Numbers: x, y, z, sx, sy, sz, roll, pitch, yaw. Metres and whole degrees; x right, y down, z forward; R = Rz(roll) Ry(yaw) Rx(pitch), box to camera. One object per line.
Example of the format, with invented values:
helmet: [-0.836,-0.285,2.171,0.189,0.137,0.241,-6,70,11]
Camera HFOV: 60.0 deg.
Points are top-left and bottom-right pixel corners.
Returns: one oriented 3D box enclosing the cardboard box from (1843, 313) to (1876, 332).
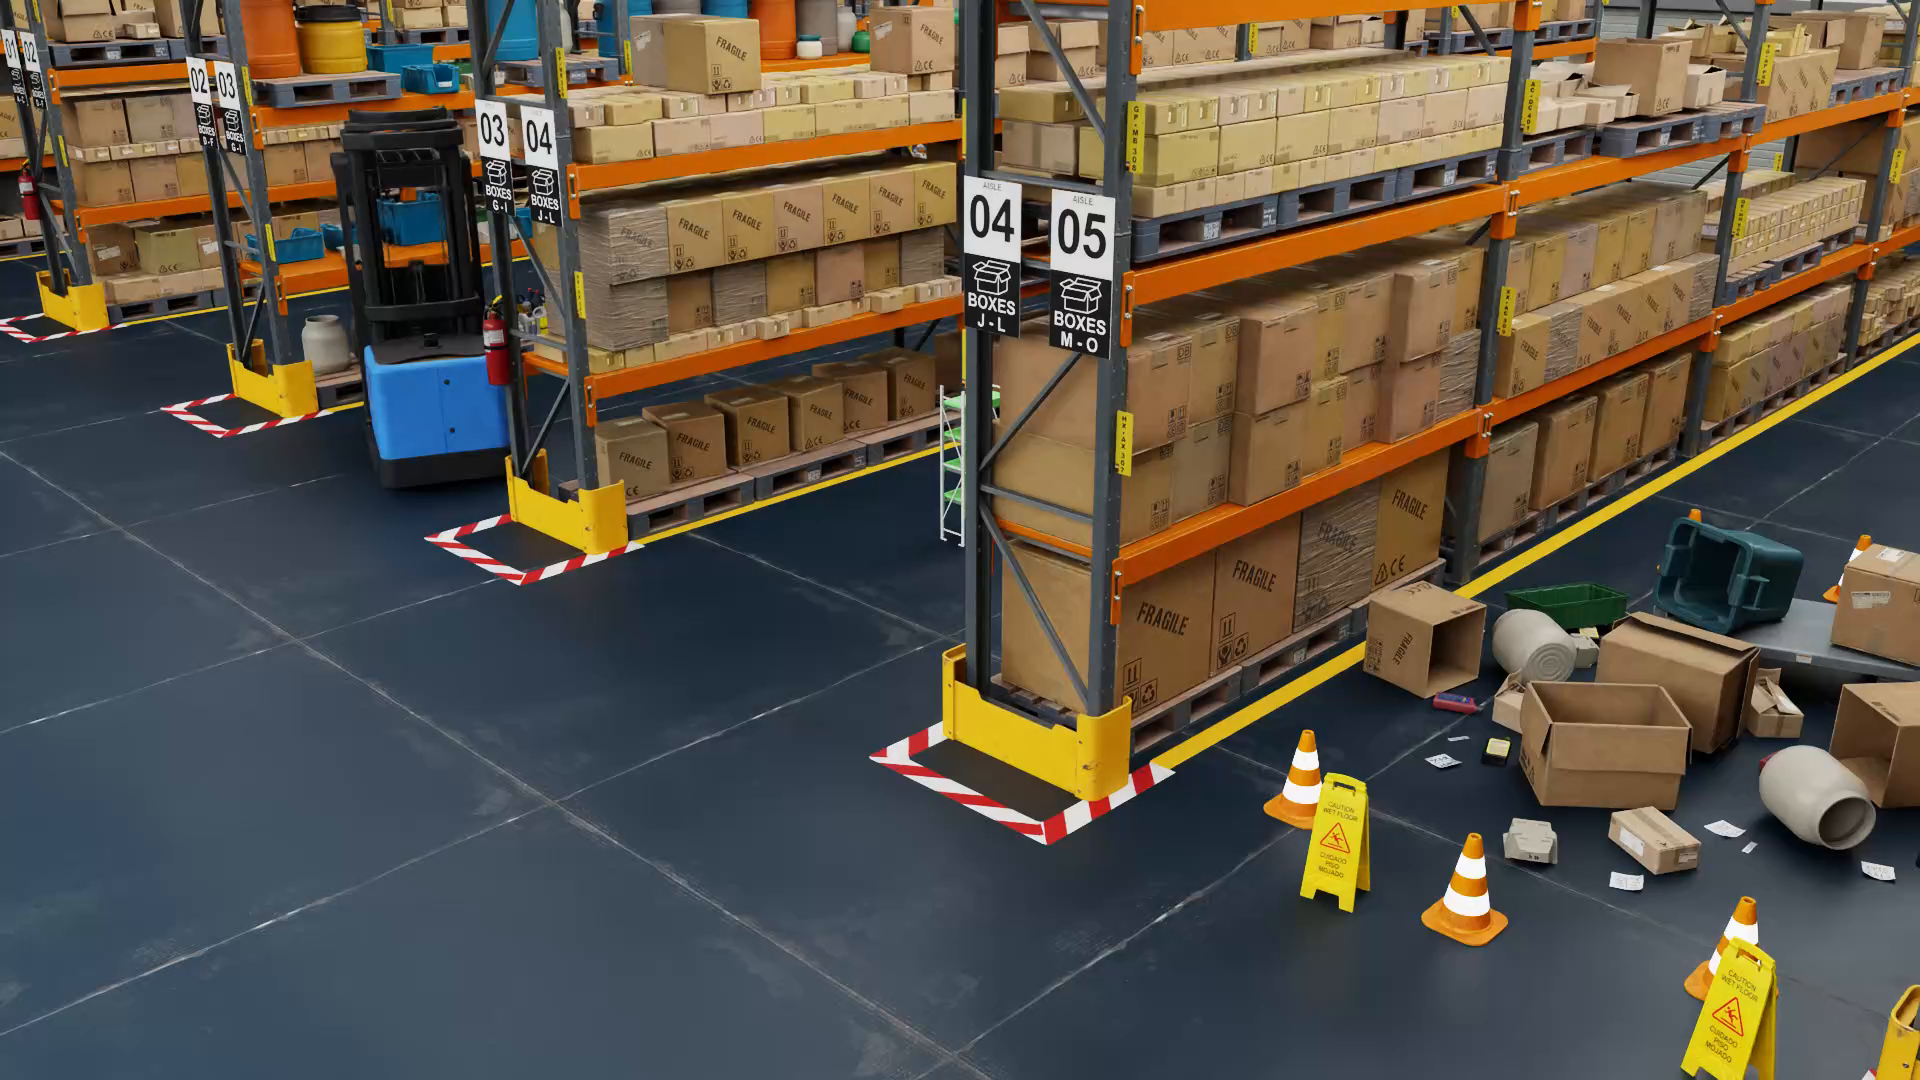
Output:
cardboard box: [9.282,-2.285,17.312,0.250,0.149,0.380,-19,28,-40]

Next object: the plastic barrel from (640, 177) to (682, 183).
plastic barrel: [-3.326,-3.976,18.038,0.600,0.901,0.708,19,28,41]

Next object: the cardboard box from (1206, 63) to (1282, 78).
cardboard box: [1.661,-2.709,9.776,0.380,0.149,0.250,19,28,40]

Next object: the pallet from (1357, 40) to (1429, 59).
pallet: [4.713,-5.598,19.043,0.805,0.209,1.217,18,27,39]

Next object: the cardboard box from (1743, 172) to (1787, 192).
cardboard box: [8.006,-3.565,16.604,0.250,0.149,0.380,-19,28,-41]

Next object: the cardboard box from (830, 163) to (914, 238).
cardboard box: [-0.729,-2.817,13.776,0.500,0.500,0.500,19,28,41]

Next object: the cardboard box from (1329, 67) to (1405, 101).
cardboard box: [2.312,-2.611,9.520,0.380,0.149,0.250,19,28,40]

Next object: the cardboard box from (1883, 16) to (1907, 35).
cardboard box: [9.177,-5.031,16.259,0.380,0.149,0.250,19,28,40]

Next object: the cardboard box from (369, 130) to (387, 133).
cardboard box: [-7.395,-5.185,20.840,0.380,0.149,0.250,19,28,41]

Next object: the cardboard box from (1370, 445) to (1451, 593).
cardboard box: [2.730,-0.271,11.476,0.875,0.875,0.875,-20,28,-41]

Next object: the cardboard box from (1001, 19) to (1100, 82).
cardboard box: [0.792,-4.461,15.091,0.637,0.503,0.797,-19,28,-40]

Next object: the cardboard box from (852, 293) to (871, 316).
cardboard box: [-0.965,-1.998,13.942,0.380,0.149,0.250,19,28,41]

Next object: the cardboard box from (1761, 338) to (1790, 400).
cardboard box: [7.389,-1.650,15.585,0.500,0.500,0.500,18,28,39]

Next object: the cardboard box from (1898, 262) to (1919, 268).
cardboard box: [10.871,-3.040,18.862,0.380,0.149,0.250,18,27,39]

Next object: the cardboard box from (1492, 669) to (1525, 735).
cardboard box: [3.340,0.968,9.686,0.258,0.266,0.396,-14,25,-33]

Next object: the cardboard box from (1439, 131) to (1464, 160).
cardboard box: [2.839,-2.431,10.164,0.250,0.149,0.380,-20,28,-41]

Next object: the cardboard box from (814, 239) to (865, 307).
cardboard box: [-1.273,-2.290,13.799,0.875,0.500,0.500,19,28,41]

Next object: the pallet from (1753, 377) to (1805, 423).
pallet: [7.407,-1.450,16.054,1.003,0.211,1.213,19,28,41]

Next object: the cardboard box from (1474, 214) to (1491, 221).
cardboard box: [6.462,-4.120,21.489,0.875,0.875,0.875,19,28,41]

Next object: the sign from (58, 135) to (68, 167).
sign: [-9.756,-4.231,18.085,0.100,0.325,0.005,19,28,41]

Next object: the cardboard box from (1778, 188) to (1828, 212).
cardboard box: [7.934,-3.207,15.673,0.380,0.149,0.250,18,27,39]

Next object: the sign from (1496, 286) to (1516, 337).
sign: [3.618,-1.514,11.015,0.100,0.325,0.005,19,28,41]

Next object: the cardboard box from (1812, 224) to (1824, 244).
cardboard box: [7.944,-2.927,15.773,0.380,0.149,0.250,18,27,38]

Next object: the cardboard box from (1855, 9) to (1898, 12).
cardboard box: [9.544,-5.436,17.312,0.380,0.149,0.250,18,27,39]

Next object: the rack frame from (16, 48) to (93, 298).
rack frame: [-10.149,-3.931,18.620,1.000,3.000,0.127,19,28,41]

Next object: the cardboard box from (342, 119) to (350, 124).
cardboard box: [-7.664,-5.495,20.744,0.700,0.500,0.500,19,28,41]

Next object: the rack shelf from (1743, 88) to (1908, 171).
rack shelf: [7.405,-3.818,15.148,1.077,0.370,4.000,19,28,41]

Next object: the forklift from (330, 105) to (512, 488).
forklift: [-4.735,-2.283,14.428,1.130,2.935,3.031,-8,23,-20]

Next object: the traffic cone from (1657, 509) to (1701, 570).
traffic cone: [5.237,0.006,11.913,0.336,0.463,0.334,19,28,41]

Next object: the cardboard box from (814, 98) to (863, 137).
cardboard box: [-1.118,-3.362,13.169,0.500,0.250,0.500,19,28,40]

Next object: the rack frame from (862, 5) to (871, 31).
rack frame: [-1.778,-7.015,26.645,1.000,3.000,0.127,19,28,41]

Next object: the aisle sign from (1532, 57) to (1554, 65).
aisle sign: [7.943,-6.870,22.645,0.394,0.787,0.004,19,28,41]

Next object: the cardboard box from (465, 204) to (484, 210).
cardboard box: [-6.539,-4.304,22.058,0.500,0.311,0.500,19,28,40]

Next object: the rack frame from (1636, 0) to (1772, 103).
rack frame: [6.010,-5.040,13.144,1.000,3.000,0.127,19,28,41]

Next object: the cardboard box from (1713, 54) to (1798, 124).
cardboard box: [6.599,-3.766,13.872,0.500,0.500,0.500,19,28,41]

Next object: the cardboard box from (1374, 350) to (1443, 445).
cardboard box: [2.603,-1.036,10.881,0.875,0.550,0.550,19,28,41]

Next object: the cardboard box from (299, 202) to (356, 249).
cardboard box: [-7.883,-3.922,20.799,0.500,0.500,0.500,19,28,41]

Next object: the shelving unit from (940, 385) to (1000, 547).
shelving unit: [0.115,-0.603,12.470,0.258,1.200,0.503,19,28,41]

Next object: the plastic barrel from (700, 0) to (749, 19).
plastic barrel: [-2.701,-5.874,18.795,0.600,0.901,0.708,19,28,41]

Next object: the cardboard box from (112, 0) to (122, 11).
cardboard box: [-11.807,-7.183,22.735,0.500,0.500,0.500,18,27,39]

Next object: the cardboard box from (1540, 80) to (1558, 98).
cardboard box: [3.923,-3.156,11.909,0.500,0.250,0.500,19,28,40]

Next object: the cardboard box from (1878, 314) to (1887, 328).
cardboard box: [9.747,-2.369,17.946,0.380,0.149,0.250,19,28,40]

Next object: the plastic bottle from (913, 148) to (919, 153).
plastic bottle: [-0.587,-5.024,21.741,0.097,0.201,0.097,0,21,0]

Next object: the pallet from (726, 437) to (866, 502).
pallet: [-1.558,-0.680,14.050,1.003,0.211,1.213,19,28,41]

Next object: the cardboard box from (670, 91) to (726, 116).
cardboard box: [-1.945,-3.231,12.273,0.380,0.149,0.250,19,28,40]

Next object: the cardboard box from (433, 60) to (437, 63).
cardboard box: [-8.553,-7.598,26.505,0.380,0.149,0.250,14,25,32]

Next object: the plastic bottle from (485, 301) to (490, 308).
plastic bottle: [-5.101,-2.426,17.783,0.144,0.351,0.185,19,28,40]

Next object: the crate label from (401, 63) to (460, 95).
crate label: [-5.061,-4.419,15.917,0.502,0.251,0.408,19,28,41]

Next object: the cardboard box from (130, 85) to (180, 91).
cardboard box: [-11.363,-6.158,23.552,0.500,0.500,0.500,19,28,40]

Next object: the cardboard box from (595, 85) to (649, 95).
cardboard box: [-2.548,-3.322,12.508,0.380,0.149,0.250,19,28,41]

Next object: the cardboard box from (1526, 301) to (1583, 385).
cardboard box: [4.131,-1.456,12.041,0.500,0.500,0.500,20,28,41]

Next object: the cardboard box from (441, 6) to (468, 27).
cardboard box: [-6.541,-6.783,21.484,0.500,0.250,0.500,16,26,36]

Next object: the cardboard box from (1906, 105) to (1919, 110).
cardboard box: [10.373,-4.365,17.803,0.500,0.500,0.500,18,27,39]

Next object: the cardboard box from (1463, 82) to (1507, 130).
cardboard box: [3.060,-2.732,10.390,0.500,0.250,0.500,19,28,40]

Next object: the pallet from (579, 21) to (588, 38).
pallet: [-5.756,-6.814,22.204,1.213,0.211,1.003,-19,28,-40]

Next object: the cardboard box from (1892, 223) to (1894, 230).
cardboard box: [9.508,-3.308,17.350,0.380,0.149,0.250,18,27,38]

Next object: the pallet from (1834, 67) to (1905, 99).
pallet: [8.293,-4.448,16.047,1.213,0.211,1.003,19,28,41]

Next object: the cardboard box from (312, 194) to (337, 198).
cardboard box: [-10.085,-5.575,25.769,0.700,0.500,0.500,19,28,40]

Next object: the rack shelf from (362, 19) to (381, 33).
rack shelf: [-9.516,-7.776,25.447,1.077,0.370,4.000,19,28,41]
